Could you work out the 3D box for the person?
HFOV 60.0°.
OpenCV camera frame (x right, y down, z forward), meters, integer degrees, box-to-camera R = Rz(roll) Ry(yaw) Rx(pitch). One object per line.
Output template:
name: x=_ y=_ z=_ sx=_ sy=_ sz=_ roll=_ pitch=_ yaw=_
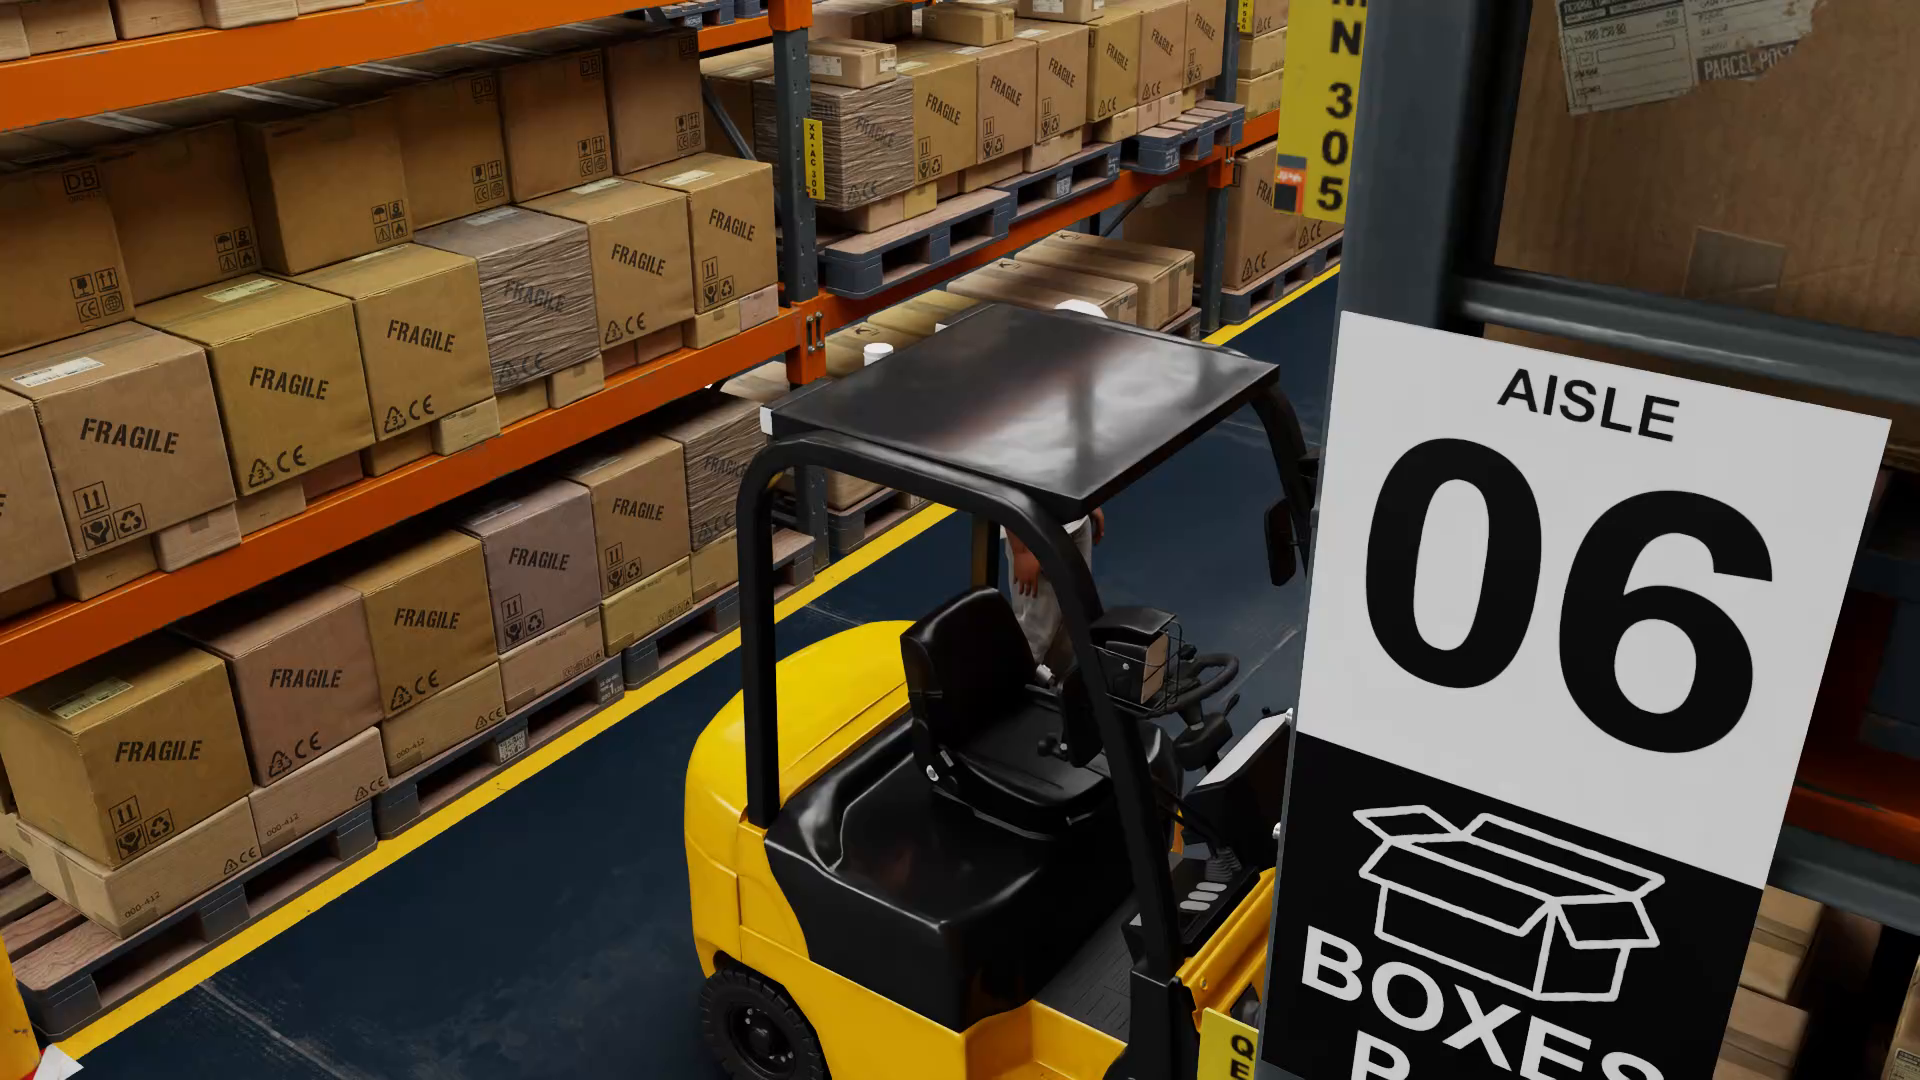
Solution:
person: x=0.355 y=-0.050 z=6.194 sx=0.455 sy=1.761 sz=0.635 roll=15 pitch=31 yaw=28
